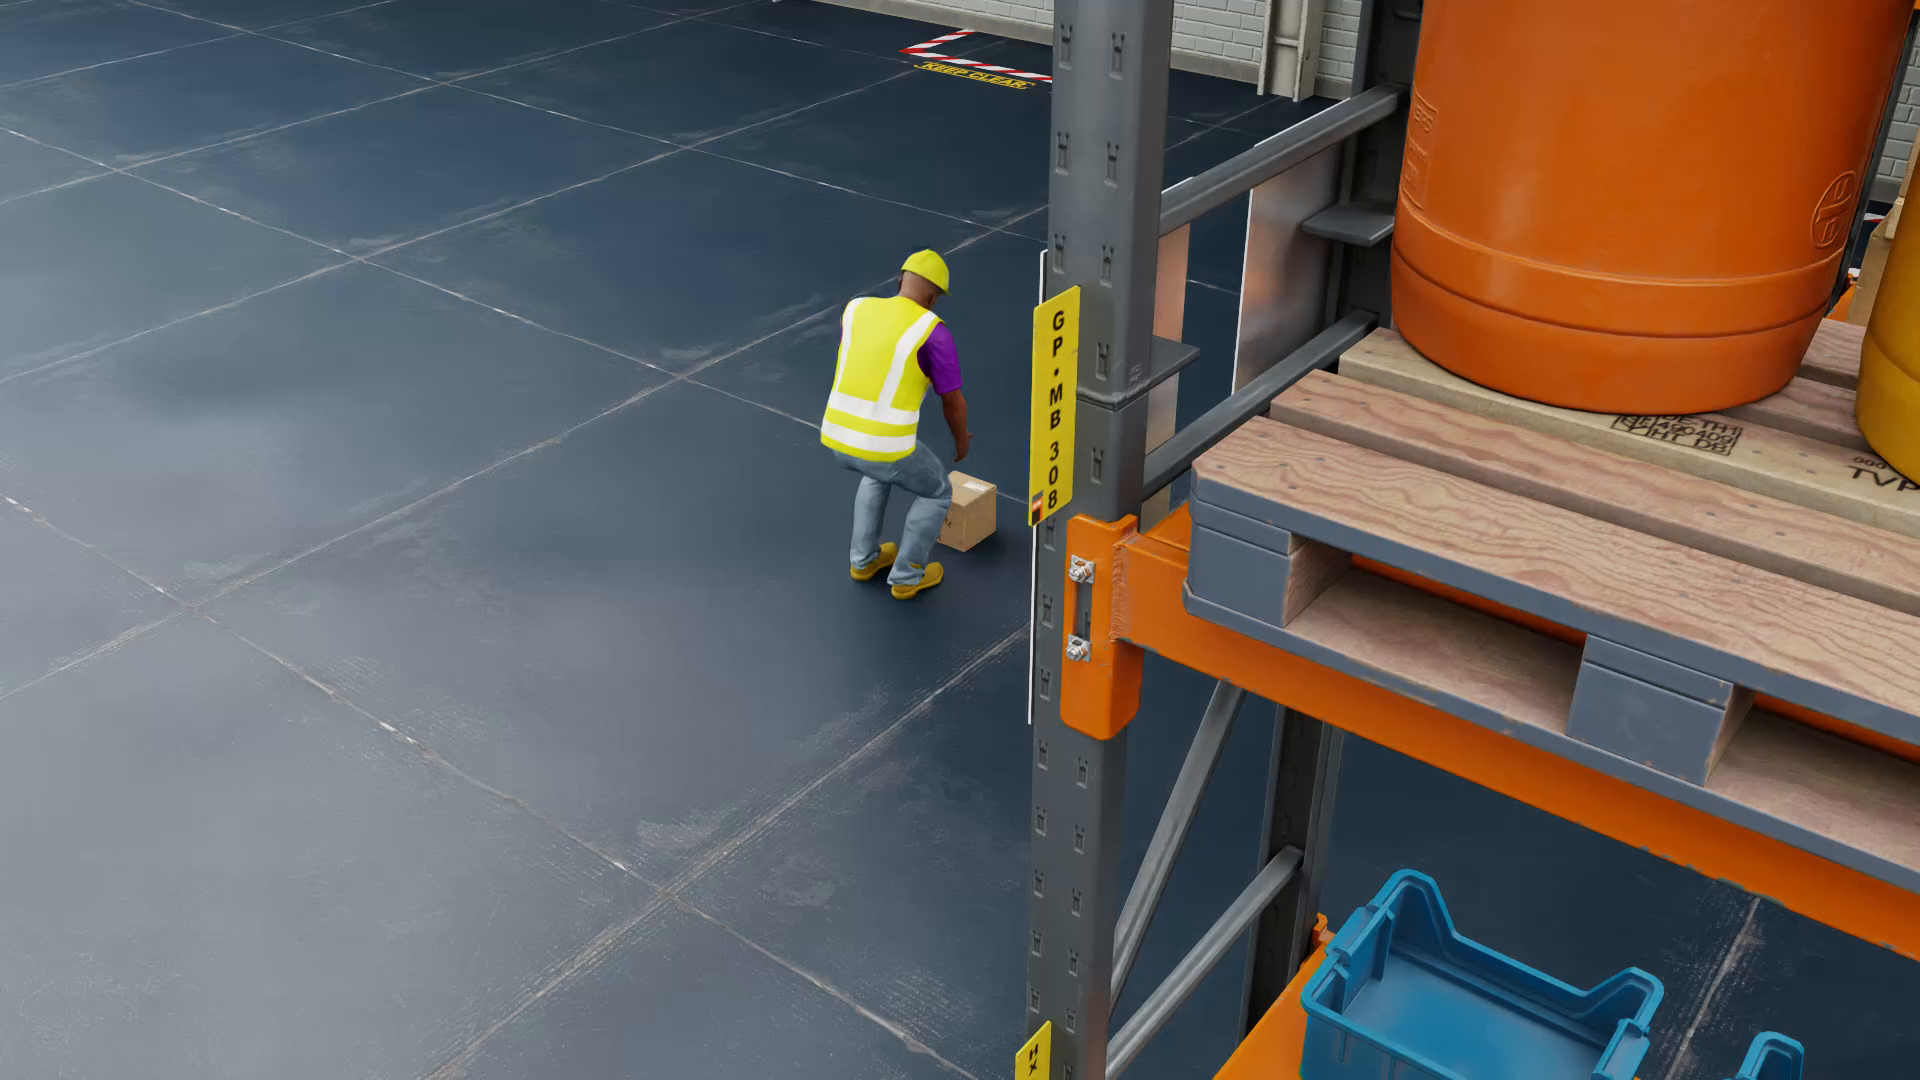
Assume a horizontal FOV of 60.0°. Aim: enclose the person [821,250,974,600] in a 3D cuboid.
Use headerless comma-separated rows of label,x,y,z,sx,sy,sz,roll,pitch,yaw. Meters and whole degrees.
person,-0.293,-0.498,7.247,0.630,1.461,0.728,21,37,32
